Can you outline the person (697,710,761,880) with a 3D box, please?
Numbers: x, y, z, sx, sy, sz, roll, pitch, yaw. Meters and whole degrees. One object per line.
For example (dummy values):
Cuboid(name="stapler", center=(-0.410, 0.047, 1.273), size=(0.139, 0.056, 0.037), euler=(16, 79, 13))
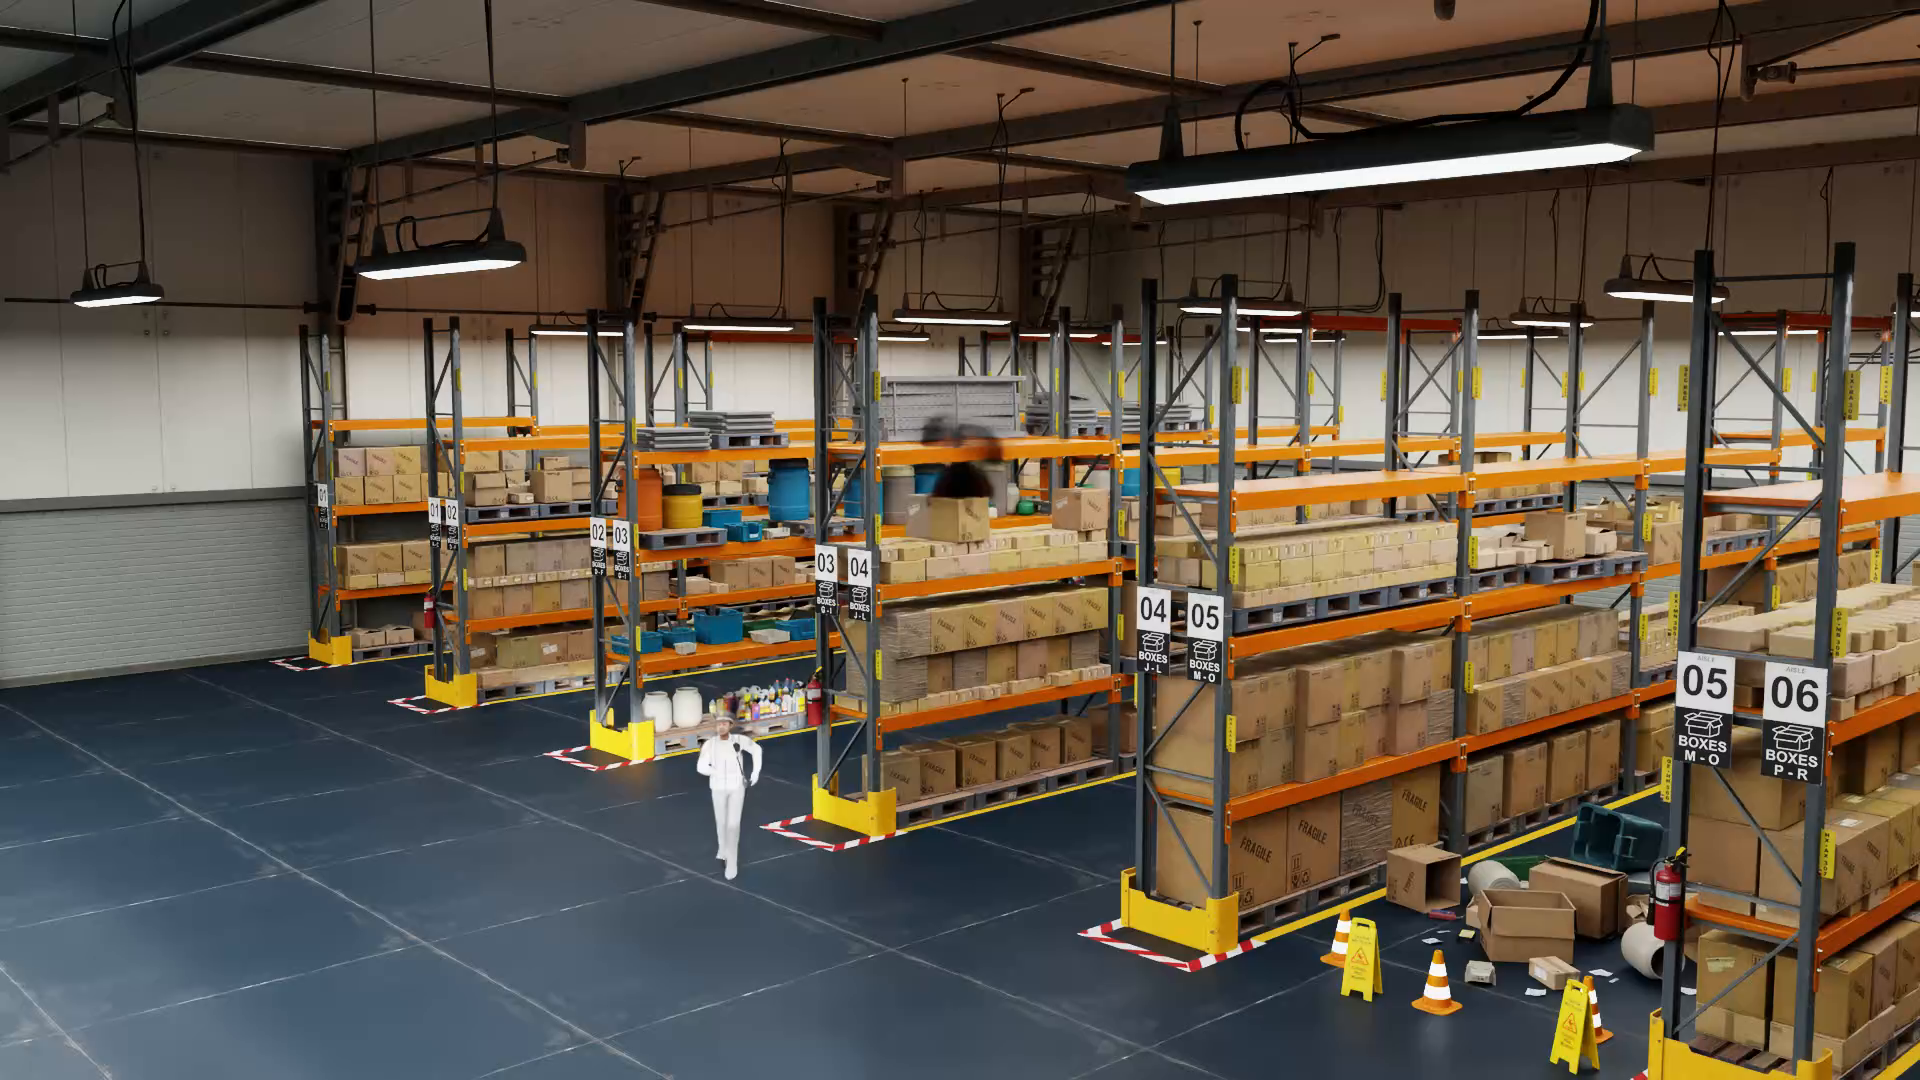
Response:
Cuboid(name="person", center=(-2.377, 2.586, 17.158), size=(0.622, 1.724, 0.862), euler=(0, 6, 2))
